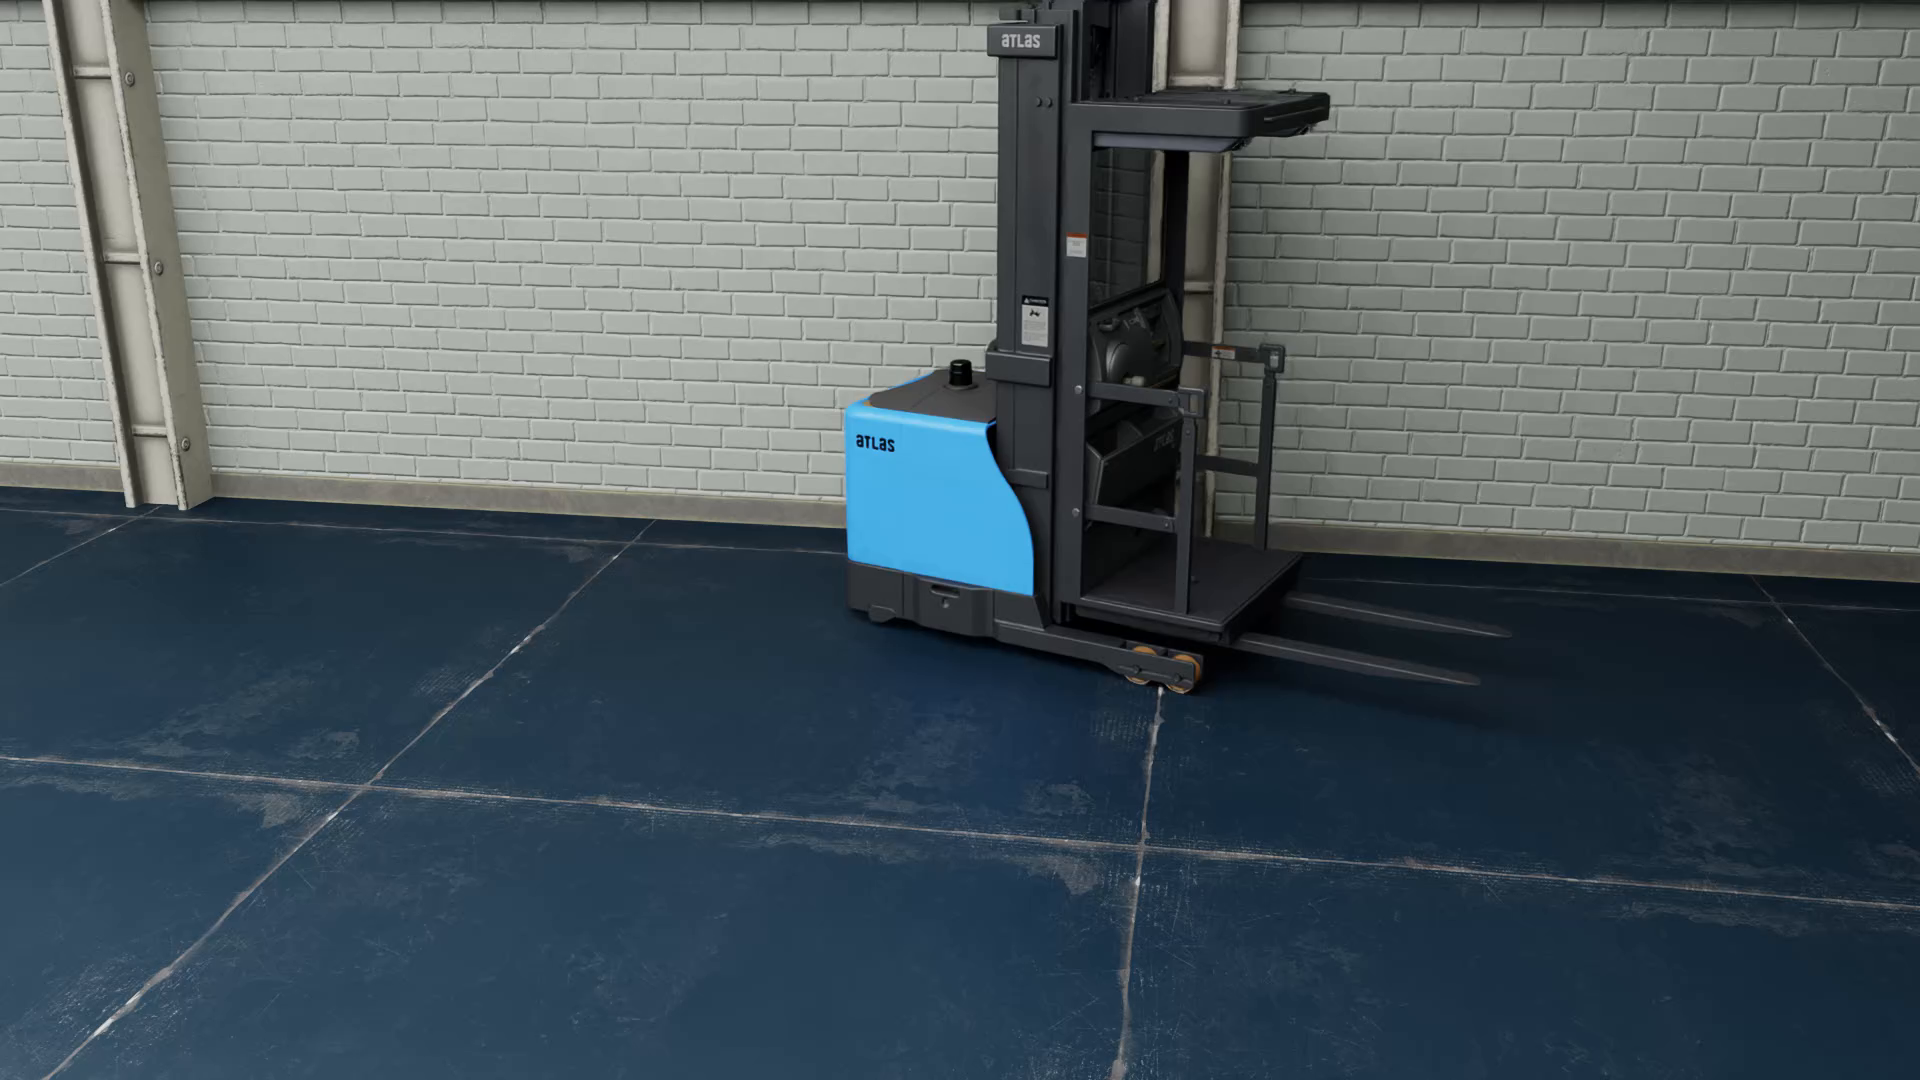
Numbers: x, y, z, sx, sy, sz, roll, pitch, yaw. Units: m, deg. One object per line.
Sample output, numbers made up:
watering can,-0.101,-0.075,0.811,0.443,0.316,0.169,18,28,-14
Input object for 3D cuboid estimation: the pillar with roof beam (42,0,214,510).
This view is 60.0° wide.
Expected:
pillar with roof beam,-5.425,-3.154,4.547,0.400,9.000,9.100,3,19,9

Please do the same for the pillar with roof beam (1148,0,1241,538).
pillar with roof beam,0.499,-2.852,3.644,0.400,9.000,9.100,3,19,9

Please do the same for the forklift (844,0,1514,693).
forklift,0.976,-0.911,7.406,3.031,2.935,1.130,10,21,28
